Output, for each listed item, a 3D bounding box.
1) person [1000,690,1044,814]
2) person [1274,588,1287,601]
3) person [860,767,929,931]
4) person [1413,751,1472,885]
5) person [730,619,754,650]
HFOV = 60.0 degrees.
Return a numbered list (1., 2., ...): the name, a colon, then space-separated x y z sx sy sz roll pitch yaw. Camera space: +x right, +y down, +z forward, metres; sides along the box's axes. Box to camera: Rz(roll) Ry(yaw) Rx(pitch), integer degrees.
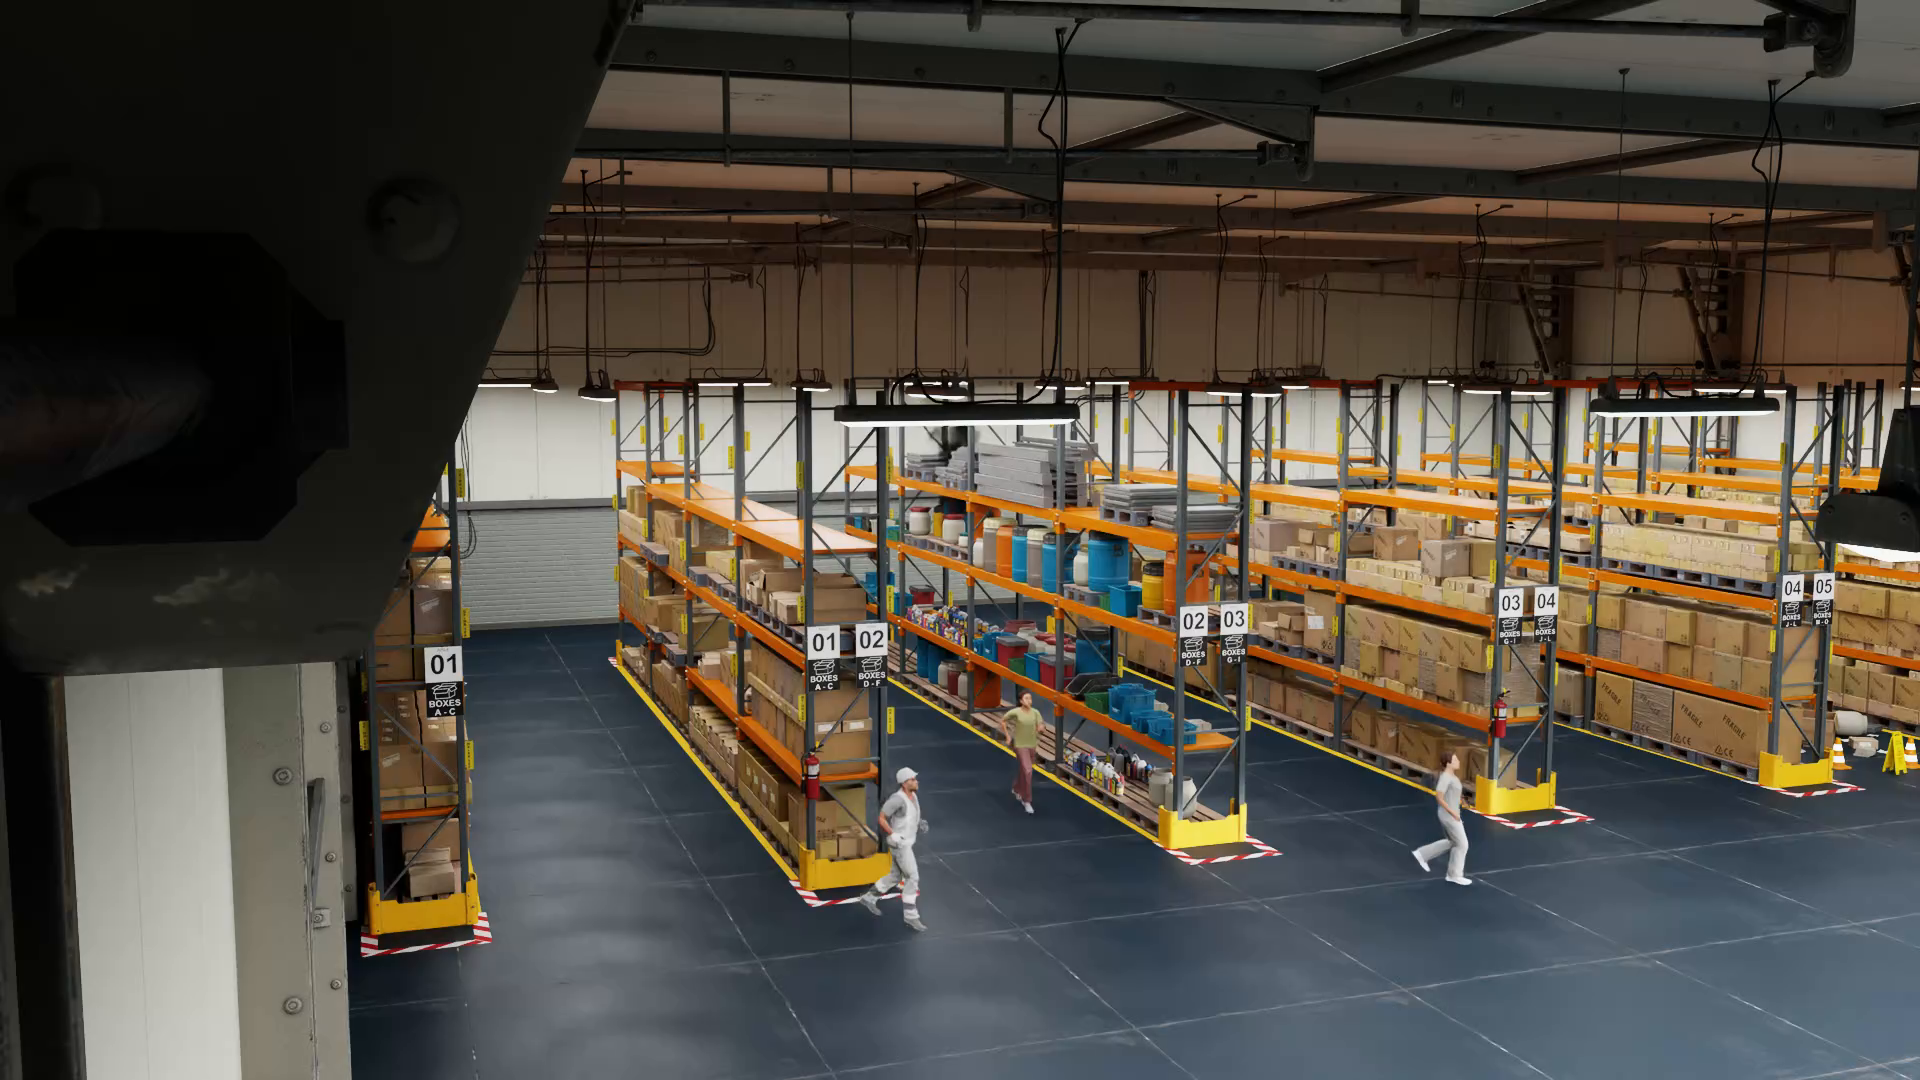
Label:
1. person: 0.914 2.987 23.756 0.549 1.726 0.756 -4 7 -31
2. person: 7.958 1.116 41.313 0.856 1.758 0.750 4 7 33
3. person: -0.723 3.464 18.846 0.823 1.828 0.653 2 6 14
4. person: 5.912 3.378 20.321 0.710 1.655 0.564 1 6 14
5. person: -4.628 1.733 35.031 0.702 1.753 0.901 -4 7 -32
